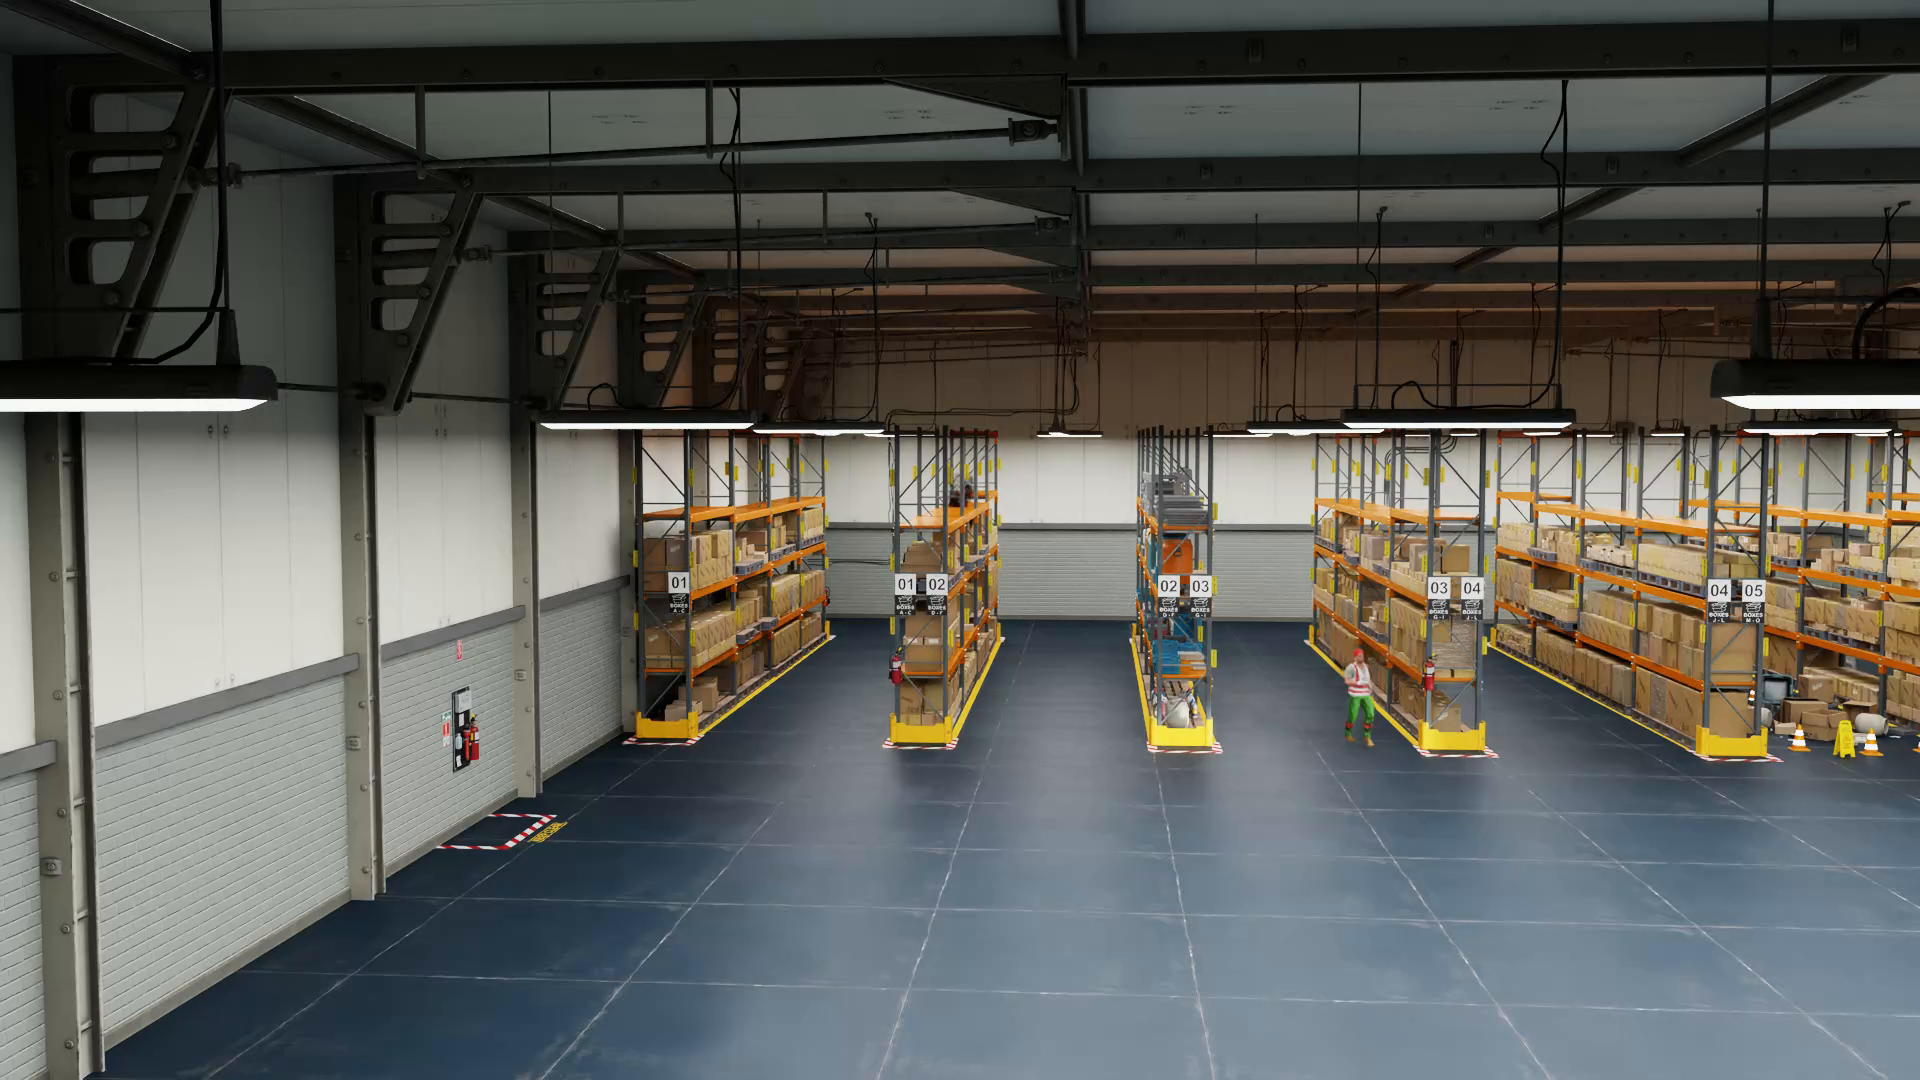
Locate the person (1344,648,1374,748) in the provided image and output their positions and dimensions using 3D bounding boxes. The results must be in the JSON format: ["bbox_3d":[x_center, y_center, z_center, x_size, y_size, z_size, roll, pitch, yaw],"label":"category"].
[{"bbox_3d":[7.475,2.956,31.158,0.665,1.858,0.725,-1,4,-20],"label":"person"}]

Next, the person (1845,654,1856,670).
[{"bbox_3d":[21.490,2.443,40.114,0.726,1.739,0.608,1,3,8],"label":"person"}]

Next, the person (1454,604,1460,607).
[{"bbox_3d":[13.529,2.105,45.765,0.762,1.733,0.876,2,4,26],"label":"person"}]
